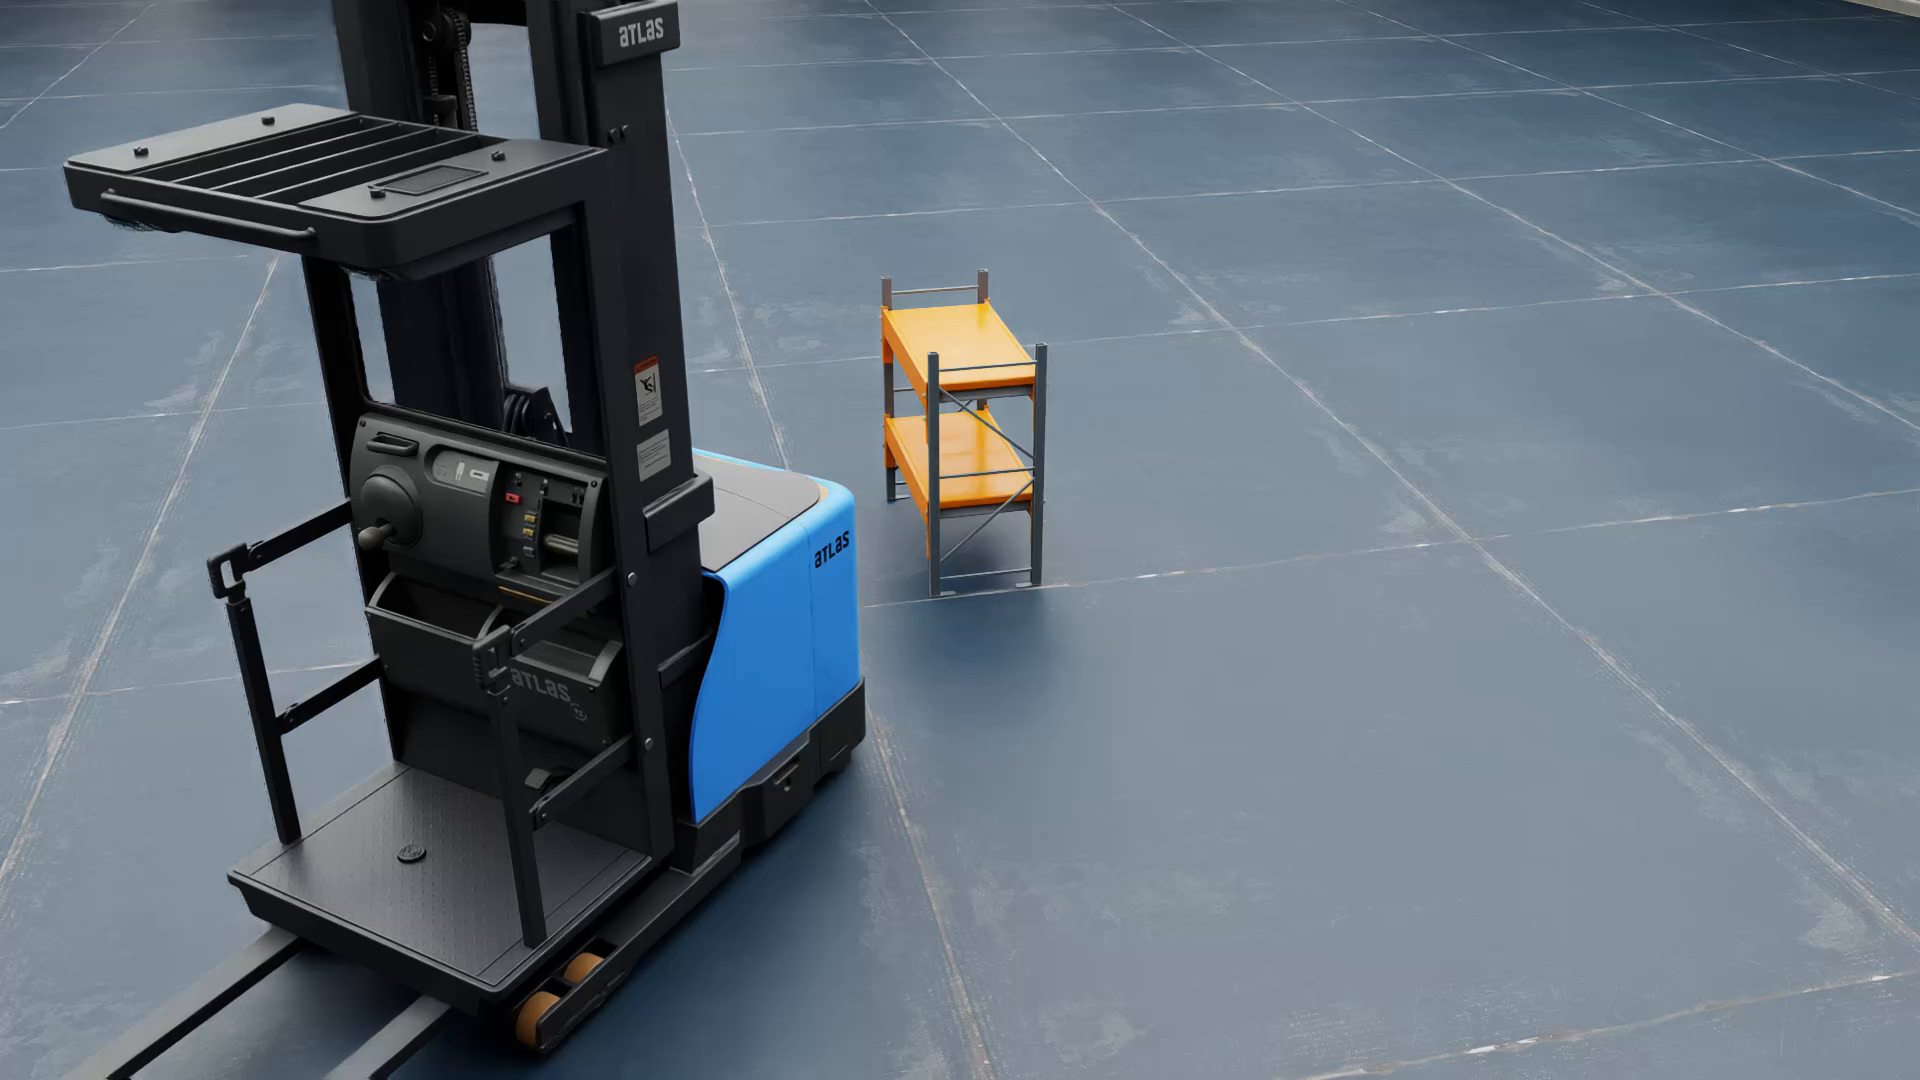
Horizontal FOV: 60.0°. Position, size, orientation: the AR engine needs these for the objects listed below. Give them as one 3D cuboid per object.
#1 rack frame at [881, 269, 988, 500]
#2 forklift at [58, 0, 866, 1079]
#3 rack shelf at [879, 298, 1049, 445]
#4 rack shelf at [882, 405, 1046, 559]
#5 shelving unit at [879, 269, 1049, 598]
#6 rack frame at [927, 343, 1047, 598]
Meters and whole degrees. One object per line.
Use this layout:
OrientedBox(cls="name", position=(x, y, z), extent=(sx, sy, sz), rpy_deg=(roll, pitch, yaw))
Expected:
OrientedBox(cls="rack frame", position=(-0.116, -0.728, 7.945), extent=(0.500, 1.125, 0.032), rpy_deg=(-6, 27, -12))
OrientedBox(cls="forklift", position=(-1.503, -0.063, 4.621), extent=(1.130, 2.935, 3.031), rpy_deg=(14, 30, 26))
OrientedBox(cls="rack shelf", position=(-0.002, -0.766, 7.371), extent=(0.538, 0.278, 1.000), rpy_deg=(-6, 27, -12))
OrientedBox(cls="rack shelf", position=(-0.002, -0.287, 7.613), extent=(0.538, 0.278, 1.000), rpy_deg=(-6, 27, -12))
OrientedBox(cls="shelving unit", position=(-0.002, -0.505, 7.502), extent=(0.538, 1.125, 1.048), rpy_deg=(-6, 27, -12))
OrientedBox(cls="rack frame", position=(0.113, -0.282, 7.060), extent=(0.500, 1.125, 0.032), rpy_deg=(-6, 27, -12))
